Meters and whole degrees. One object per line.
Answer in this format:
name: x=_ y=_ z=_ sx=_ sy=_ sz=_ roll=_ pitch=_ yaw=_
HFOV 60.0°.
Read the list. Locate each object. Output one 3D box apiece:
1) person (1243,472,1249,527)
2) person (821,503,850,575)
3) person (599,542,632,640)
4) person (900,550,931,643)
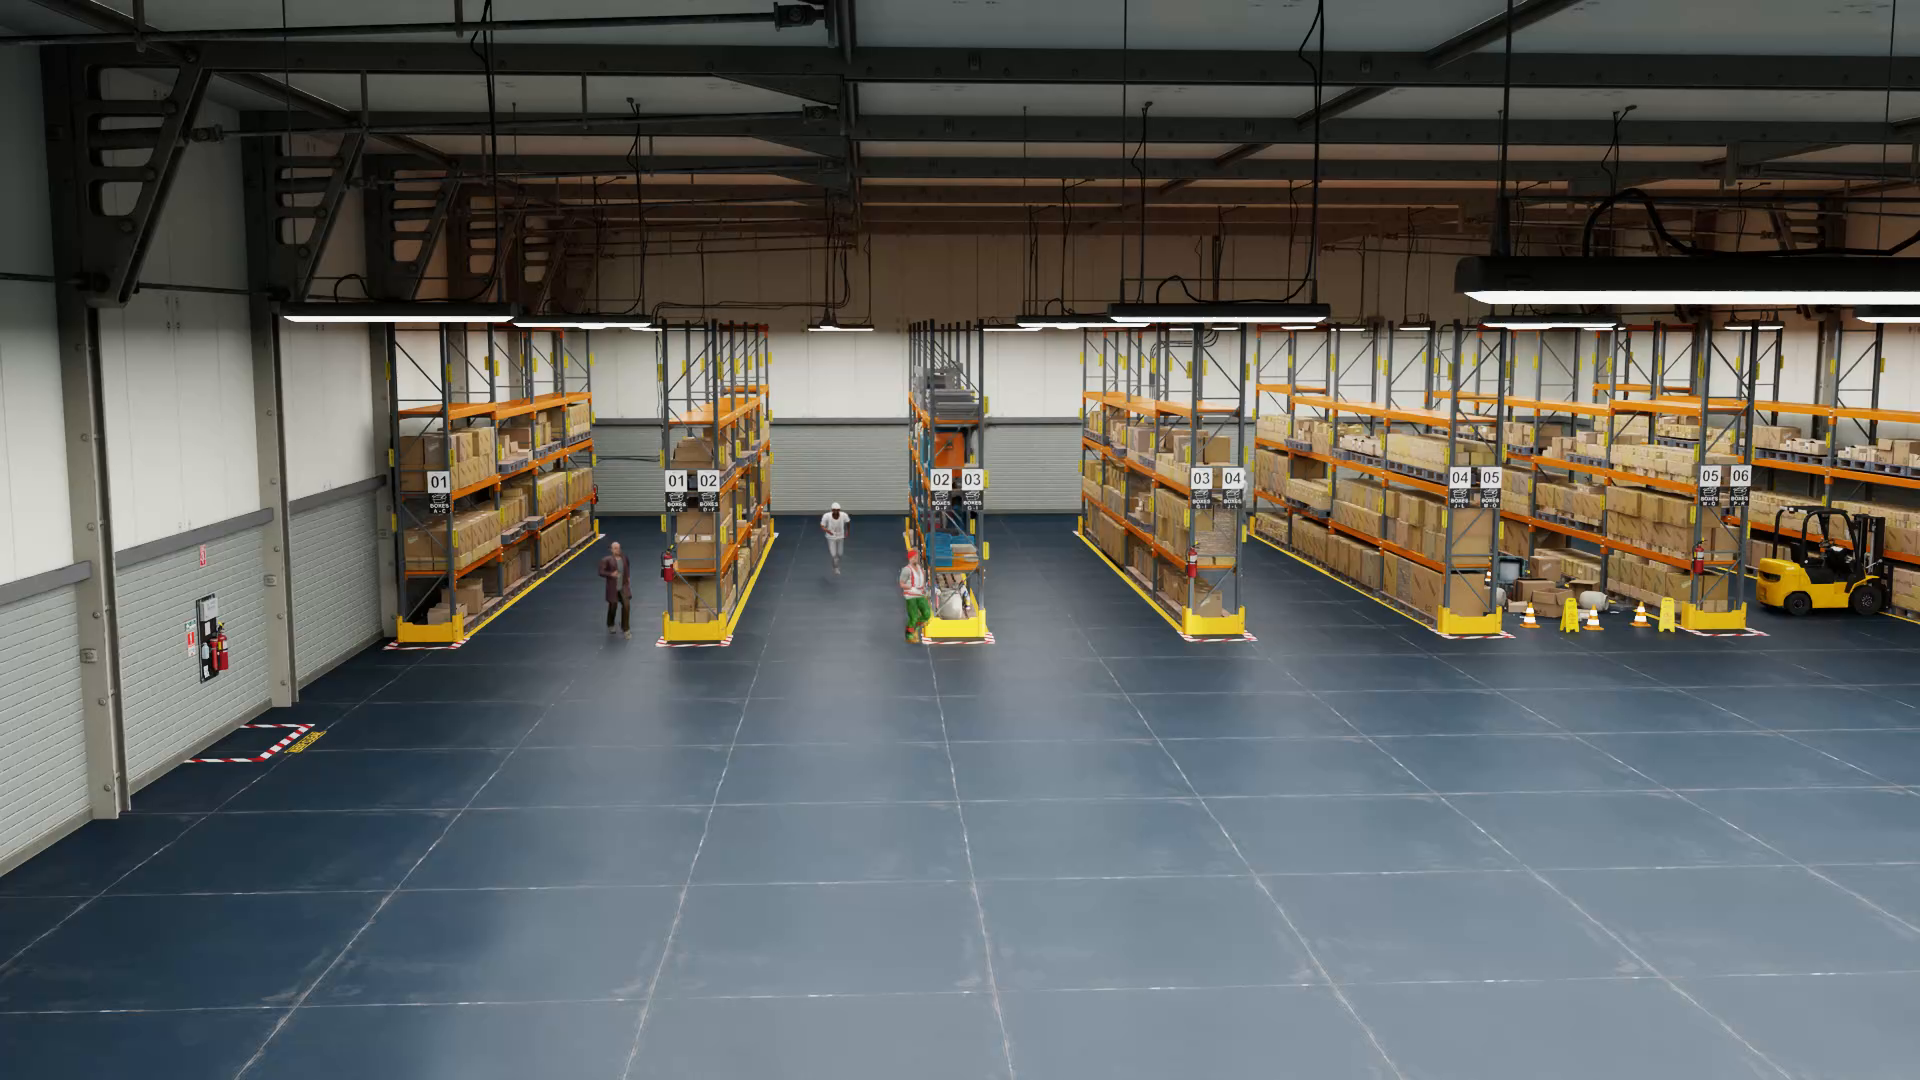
person: x=8.240 y=-1.155 z=48.831 sx=0.734 sy=1.822 sz=0.641 roll=-4 pitch=8 yaw=-31
person: x=-2.824 y=-0.039 z=37.785 sx=0.690 sy=1.659 sz=0.738 roll=-1 pitch=7 yaw=-7
person: x=-6.529 y=0.946 z=31.526 sx=0.689 sy=1.834 sz=0.882 roll=-4 pitch=8 yaw=-28
person: x=-0.799 y=1.053 z=30.743 sx=0.580 sy=1.740 sz=0.628 roll=7 pitch=10 yaw=44
